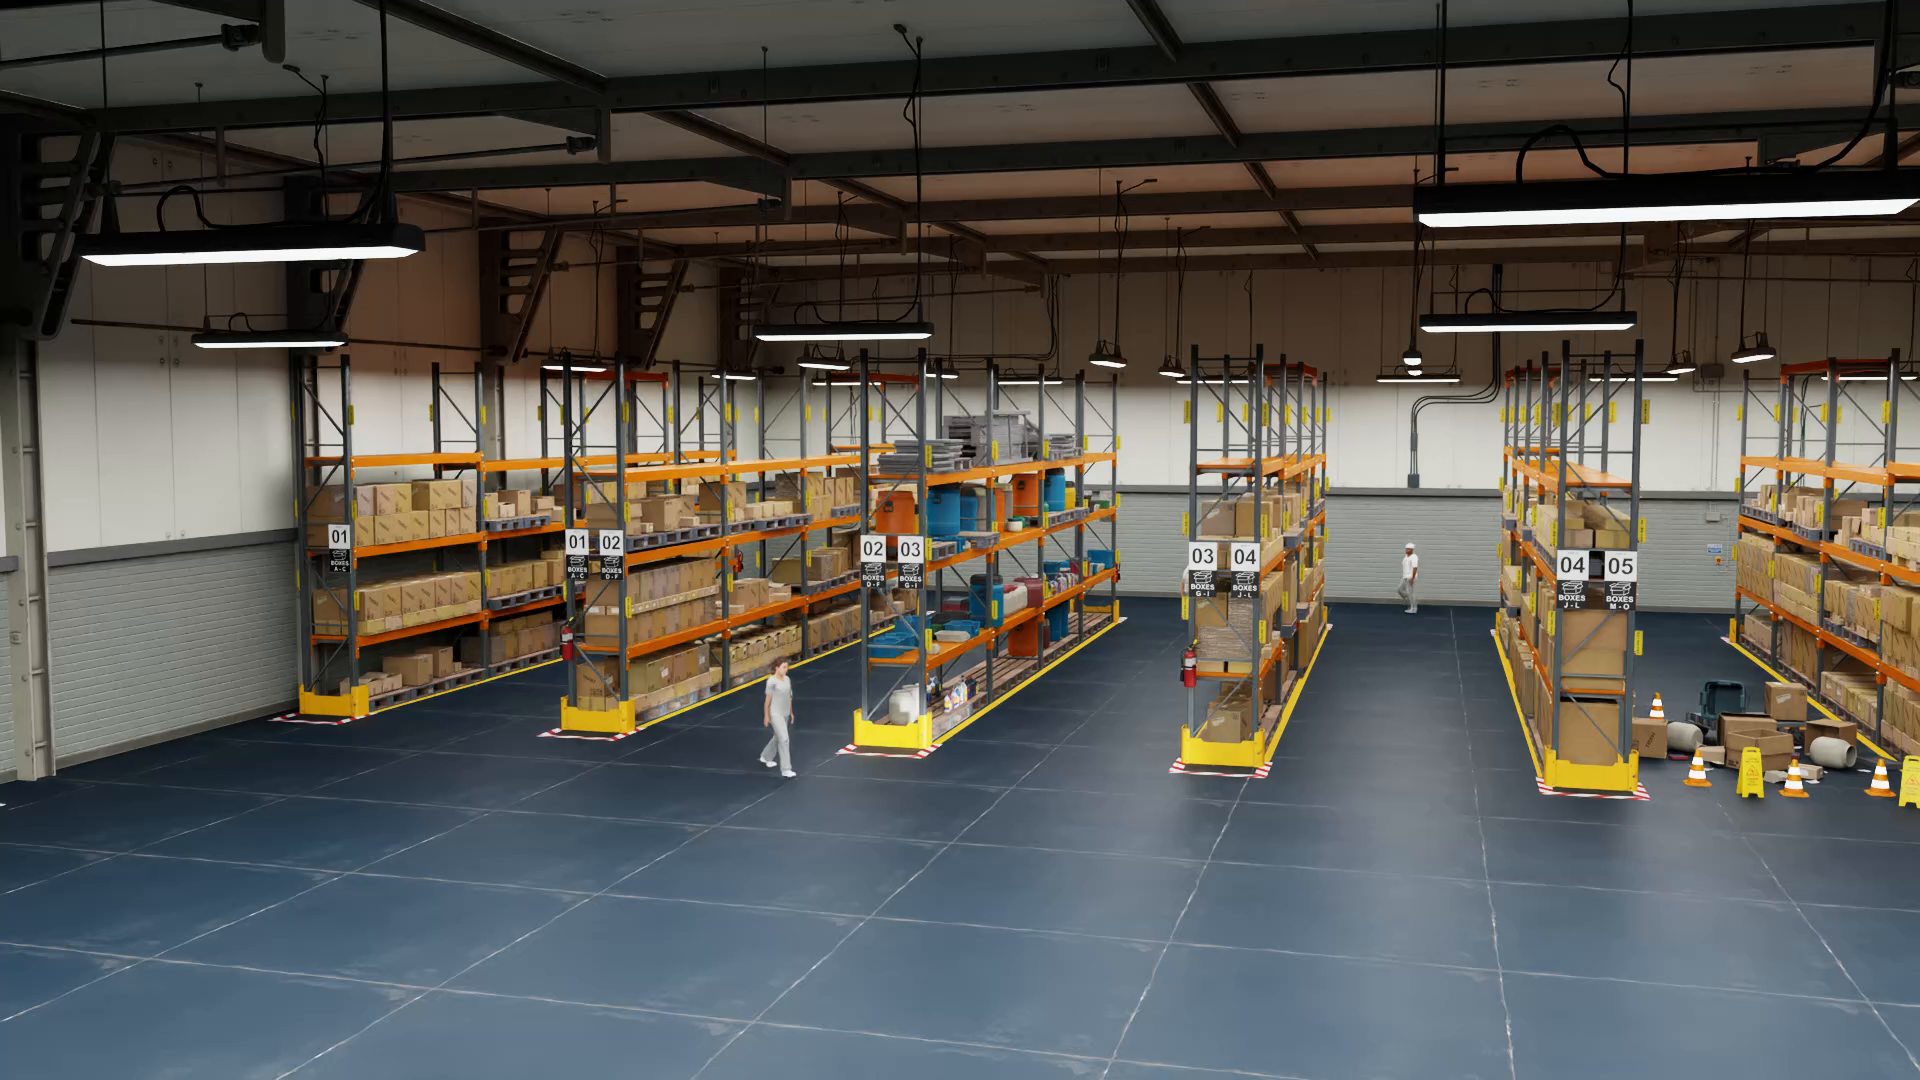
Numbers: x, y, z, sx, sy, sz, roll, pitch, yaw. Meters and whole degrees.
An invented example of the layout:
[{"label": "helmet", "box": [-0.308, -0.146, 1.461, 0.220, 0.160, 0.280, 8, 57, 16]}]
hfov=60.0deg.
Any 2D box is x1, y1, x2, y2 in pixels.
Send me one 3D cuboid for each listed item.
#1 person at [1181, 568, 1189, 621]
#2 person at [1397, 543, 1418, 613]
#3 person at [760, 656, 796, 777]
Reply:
[{"label": "person", "box": [5.526, 1.219, 39.503, 0.504, 1.602, 1.043, 1, 4, 15]}, {"label": "person", "box": [11.314, 0.971, 41.984, 0.461, 1.798, 0.615, 0, 4, -4]}, {"label": "person", "box": [-2.548, 2.439, 23.265, 0.880, 1.640, 0.455, 3, 5, 32]}]
